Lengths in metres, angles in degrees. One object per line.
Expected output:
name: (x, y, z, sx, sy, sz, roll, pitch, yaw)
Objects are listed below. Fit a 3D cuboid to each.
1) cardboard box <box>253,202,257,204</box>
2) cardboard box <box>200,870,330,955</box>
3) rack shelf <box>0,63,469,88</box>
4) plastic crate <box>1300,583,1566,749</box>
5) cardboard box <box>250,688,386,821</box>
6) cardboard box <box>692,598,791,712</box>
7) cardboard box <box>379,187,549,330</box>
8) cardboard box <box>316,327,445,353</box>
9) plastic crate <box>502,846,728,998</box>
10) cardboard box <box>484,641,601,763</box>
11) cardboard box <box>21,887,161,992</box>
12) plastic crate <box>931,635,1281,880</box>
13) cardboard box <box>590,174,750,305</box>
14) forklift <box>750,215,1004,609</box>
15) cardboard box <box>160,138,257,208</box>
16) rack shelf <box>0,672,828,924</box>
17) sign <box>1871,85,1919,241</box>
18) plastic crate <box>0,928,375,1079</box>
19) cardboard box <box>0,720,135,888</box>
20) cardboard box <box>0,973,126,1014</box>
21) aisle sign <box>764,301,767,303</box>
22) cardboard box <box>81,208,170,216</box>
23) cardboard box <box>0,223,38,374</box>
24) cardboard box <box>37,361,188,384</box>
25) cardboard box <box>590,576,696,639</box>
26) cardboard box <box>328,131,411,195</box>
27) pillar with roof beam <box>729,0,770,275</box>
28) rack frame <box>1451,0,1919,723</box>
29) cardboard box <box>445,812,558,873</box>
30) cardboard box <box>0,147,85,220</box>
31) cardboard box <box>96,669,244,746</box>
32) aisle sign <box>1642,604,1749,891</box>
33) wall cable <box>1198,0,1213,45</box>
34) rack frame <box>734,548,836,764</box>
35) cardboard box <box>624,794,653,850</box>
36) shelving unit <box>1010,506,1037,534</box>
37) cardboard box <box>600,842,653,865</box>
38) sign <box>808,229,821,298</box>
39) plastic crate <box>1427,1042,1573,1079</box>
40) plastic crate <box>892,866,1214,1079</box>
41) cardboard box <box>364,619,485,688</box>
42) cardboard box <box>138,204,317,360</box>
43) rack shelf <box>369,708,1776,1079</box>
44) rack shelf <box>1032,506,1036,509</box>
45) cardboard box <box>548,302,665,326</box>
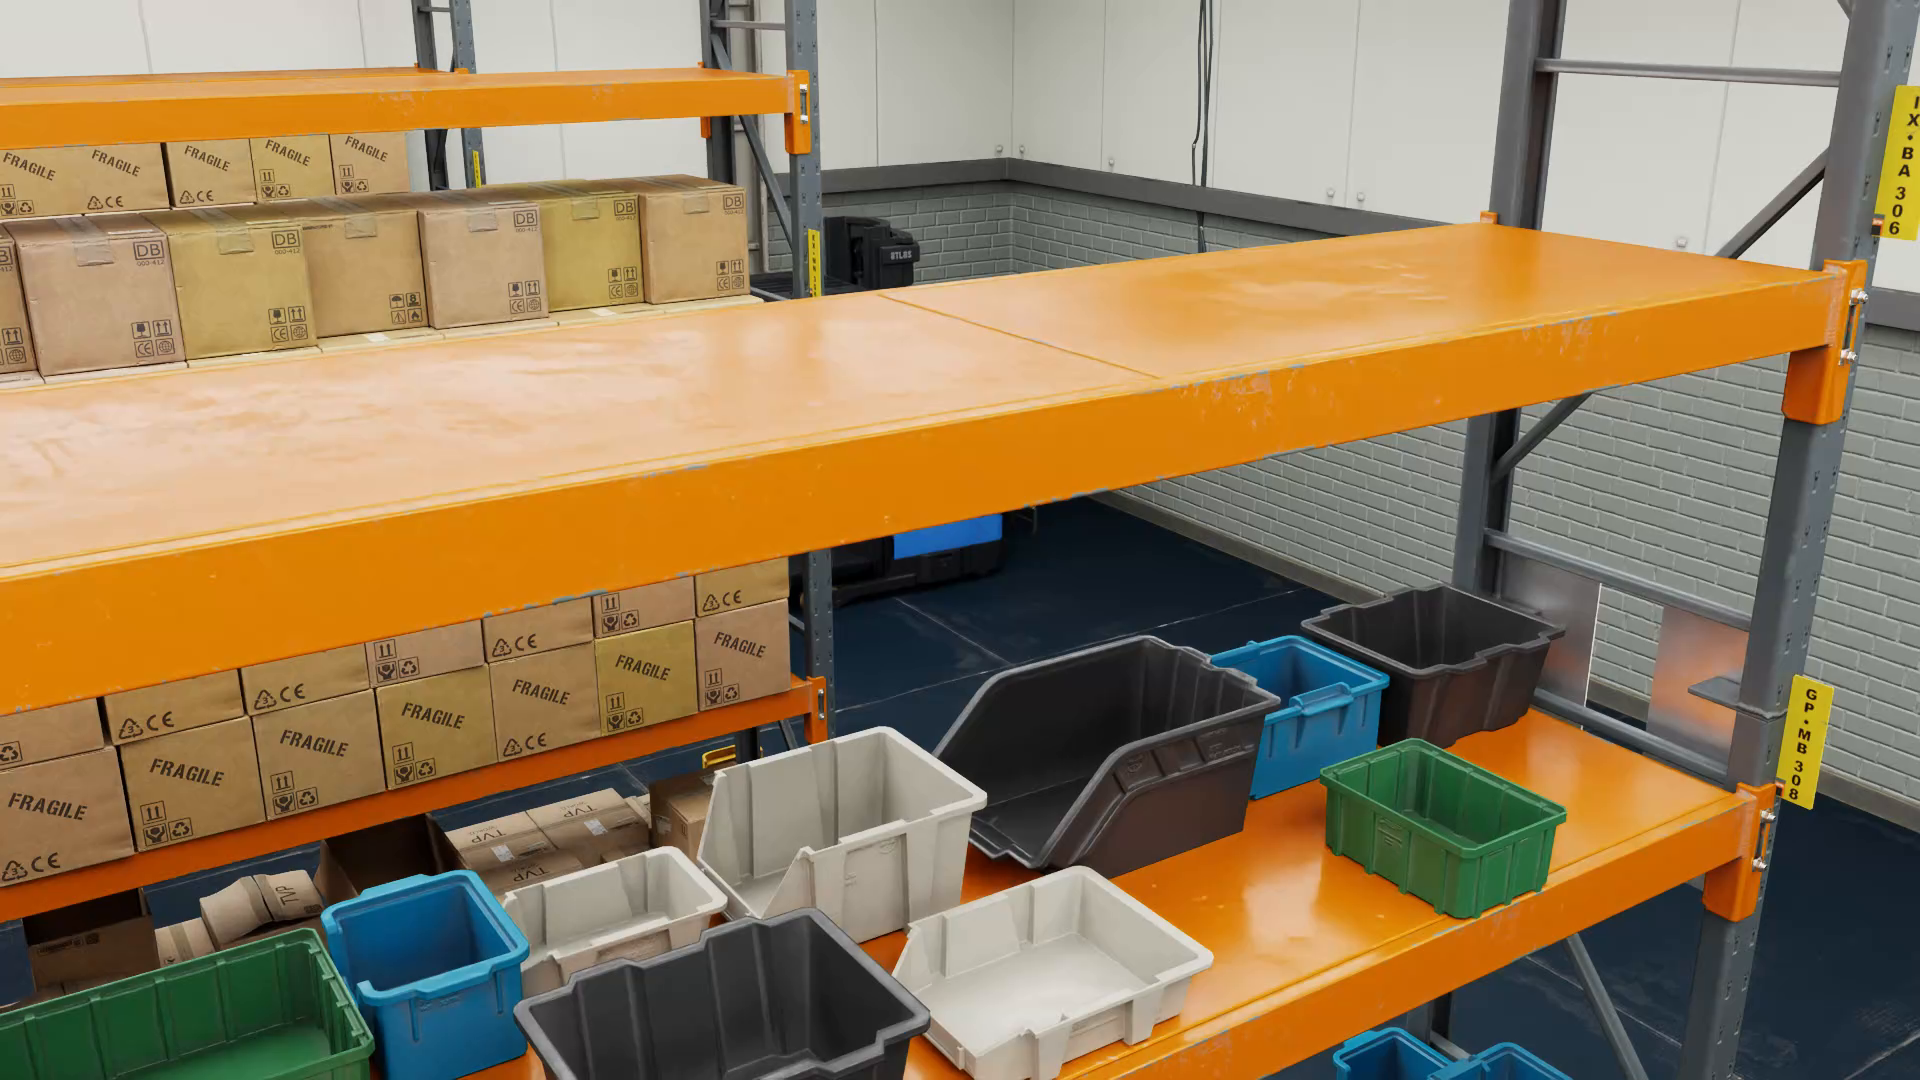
cardboard box: (-4.599, -2.231, 11.400, 0.500, 0.250, 0.500, -13, 23, -33)
cardboard box: (-3.366, 1.859, 8.074, 0.500, 0.311, 0.500, -12, 22, -31)
rack shelf: (-5.369, -2.886, 10.979, 4.000, 0.370, 1.077, -12, 22, -31)
plastic crate: (1.275, 0.357, 4.525, 0.590, 0.269, 0.497, -12, 22, -31)
cardboard box: (-2.892, 0.859, 7.364, 0.500, 0.500, 0.500, -12, 22, -32)
cardboard box: (-1.196, 0.502, 8.421, 0.500, 0.500, 0.500, -11, 22, -30)
cardboard box: (-2.214, -1.268, 7.410, 0.500, 0.500, 0.700, -12, 22, -31)
cardboard box: (-2.511, -0.766, 7.096, 0.500, 0.250, 0.500, -12, 22, -31)
plastic crate: (-0.738, 0.806, 3.406, 0.466, 0.136, 0.293, -12, 22, -31)
cardboard box: (-2.047, 0.680, 7.892, 0.500, 0.500, 0.500, -12, 22, -31)
cardboard box: (-3.992, 1.901, 7.653, 0.500, 0.500, 0.500, -12, 22, -31)
plastic crate: (0.323, 0.527, 3.916, 0.767, 0.338, 0.504, -12, 22, -31)
cardboard box: (-1.391, -1.450, 7.949, 0.500, 0.500, 0.700, -12, 22, -31)
forklift: (-1.171, -1.011, 13.158, 3.031, 2.935, 1.130, -10, 21, -28)
cardboard box: (-5.015, -2.497, 11.016, 0.500, 0.500, 0.500, -13, 23, -34)
rack shelf: (-2.642, 1.090, 7.959, 4.000, 0.370, 1.077, -12, 22, -31)
sign: (2.066, -0.822, 3.629, 0.005, 0.325, 0.100, -12, 22, -31)
plastic crate: (-1.403, 0.951, 2.894, 0.662, 0.188, 0.450, -12, 22, -31)
cardboard box: (-3.737, 1.038, 6.836, 0.500, 0.500, 0.500, -11, 22, -30)
cardboard box: (-3.843, 2.151, 7.209, 0.500, 0.311, 0.500, -12, 22, -31)
aisle sign: (-1.076, -0.925, 8.737, 0.004, 0.787, 0.394, -12, 22, -31)
cardboard box: (-5.460, -2.048, 10.858, 0.500, 0.250, 0.500, -13, 22, -33)
cardboard box: (-3.927, -0.936, 6.429, 0.500, 0.500, 0.700, -12, 22, -31)
cardboard box: (-3.353, -0.593, 6.584, 0.500, 0.250, 0.500, -12, 22, -31)
cardboard box: (-1.613, 0.118, 7.996, 0.500, 0.500, 0.500, -11, 22, -30)
cardboard box: (-4.160, -2.677, 11.546, 0.500, 0.500, 0.500, -12, 22, -32)
pillar with roof beam: (0.448, -3.324, 10.527, 0.400, 9.000, 9.100, -12, 22, -31)
rack frame: (1.750, -1.119, 4.004, 0.127, 3.000, 1.000, -12, 22, -31)
cardboard box: (-2.417, 1.688, 8.676, 0.500, 0.250, 0.500, -12, 22, -31)
cardboard box: (-5.864, -2.317, 10.481, 0.500, 0.500, 0.500, -12, 22, -33)
cardboard box: (-3.333, 0.482, 6.918, 0.500, 0.500, 0.500, -13, 22, -33)
aisle sign: (1.971, 0.557, 4.354, 0.004, 0.787, 0.394, -12, 22, -31)
wall cable: (2.709, -4.868, 12.054, 0.112, 2.526, 3.097, -12, 22, -31)
rack frame: (-0.971, 0.397, 8.886, 0.127, 3.000, 1.000, -12, 22, -31)
cardboard box: (-1.719, 1.557, 9.193, 0.250, 0.166, 0.380, -12, 22, -31)
shelving unit: (0.261, -0.755, 14.636, 0.755, 1.500, 0.431, -11, 22, -30)
cardboard box: (-1.678, 1.740, 8.651, 0.250, 0.166, 0.380, -12, 22, -31)
sign: (-0.683, -1.291, 7.814, 0.005, 0.325, 0.100, -12, 22, -31)
plastic crate: (1.573, 1.787, 4.627, 0.499, 0.435, 0.616, -12, 22, -31)
plastic crate: (0.160, 0.857, 3.254, 0.530, 0.136, 0.437, -12, 22, -31)
cardboard box: (-2.473, 0.301, 7.455, 0.500, 0.500, 0.500, -11, 22, -30)
cardboard box: (-3.017, -1.076, 6.842, 0.500, 0.500, 0.700, -12, 22, -31)
rack shelf: (0.079, 0.995, 3.558, 4.000, 0.370, 1.077, -12, 22, -31)
rack shelf: (0.261, -0.446, 14.741, 0.720, 0.370, 0.431, -11, 22, -30)
cardboard box: (-1.678, -0.943, 7.619, 0.500, 0.250, 0.500, -12, 22, -31)
